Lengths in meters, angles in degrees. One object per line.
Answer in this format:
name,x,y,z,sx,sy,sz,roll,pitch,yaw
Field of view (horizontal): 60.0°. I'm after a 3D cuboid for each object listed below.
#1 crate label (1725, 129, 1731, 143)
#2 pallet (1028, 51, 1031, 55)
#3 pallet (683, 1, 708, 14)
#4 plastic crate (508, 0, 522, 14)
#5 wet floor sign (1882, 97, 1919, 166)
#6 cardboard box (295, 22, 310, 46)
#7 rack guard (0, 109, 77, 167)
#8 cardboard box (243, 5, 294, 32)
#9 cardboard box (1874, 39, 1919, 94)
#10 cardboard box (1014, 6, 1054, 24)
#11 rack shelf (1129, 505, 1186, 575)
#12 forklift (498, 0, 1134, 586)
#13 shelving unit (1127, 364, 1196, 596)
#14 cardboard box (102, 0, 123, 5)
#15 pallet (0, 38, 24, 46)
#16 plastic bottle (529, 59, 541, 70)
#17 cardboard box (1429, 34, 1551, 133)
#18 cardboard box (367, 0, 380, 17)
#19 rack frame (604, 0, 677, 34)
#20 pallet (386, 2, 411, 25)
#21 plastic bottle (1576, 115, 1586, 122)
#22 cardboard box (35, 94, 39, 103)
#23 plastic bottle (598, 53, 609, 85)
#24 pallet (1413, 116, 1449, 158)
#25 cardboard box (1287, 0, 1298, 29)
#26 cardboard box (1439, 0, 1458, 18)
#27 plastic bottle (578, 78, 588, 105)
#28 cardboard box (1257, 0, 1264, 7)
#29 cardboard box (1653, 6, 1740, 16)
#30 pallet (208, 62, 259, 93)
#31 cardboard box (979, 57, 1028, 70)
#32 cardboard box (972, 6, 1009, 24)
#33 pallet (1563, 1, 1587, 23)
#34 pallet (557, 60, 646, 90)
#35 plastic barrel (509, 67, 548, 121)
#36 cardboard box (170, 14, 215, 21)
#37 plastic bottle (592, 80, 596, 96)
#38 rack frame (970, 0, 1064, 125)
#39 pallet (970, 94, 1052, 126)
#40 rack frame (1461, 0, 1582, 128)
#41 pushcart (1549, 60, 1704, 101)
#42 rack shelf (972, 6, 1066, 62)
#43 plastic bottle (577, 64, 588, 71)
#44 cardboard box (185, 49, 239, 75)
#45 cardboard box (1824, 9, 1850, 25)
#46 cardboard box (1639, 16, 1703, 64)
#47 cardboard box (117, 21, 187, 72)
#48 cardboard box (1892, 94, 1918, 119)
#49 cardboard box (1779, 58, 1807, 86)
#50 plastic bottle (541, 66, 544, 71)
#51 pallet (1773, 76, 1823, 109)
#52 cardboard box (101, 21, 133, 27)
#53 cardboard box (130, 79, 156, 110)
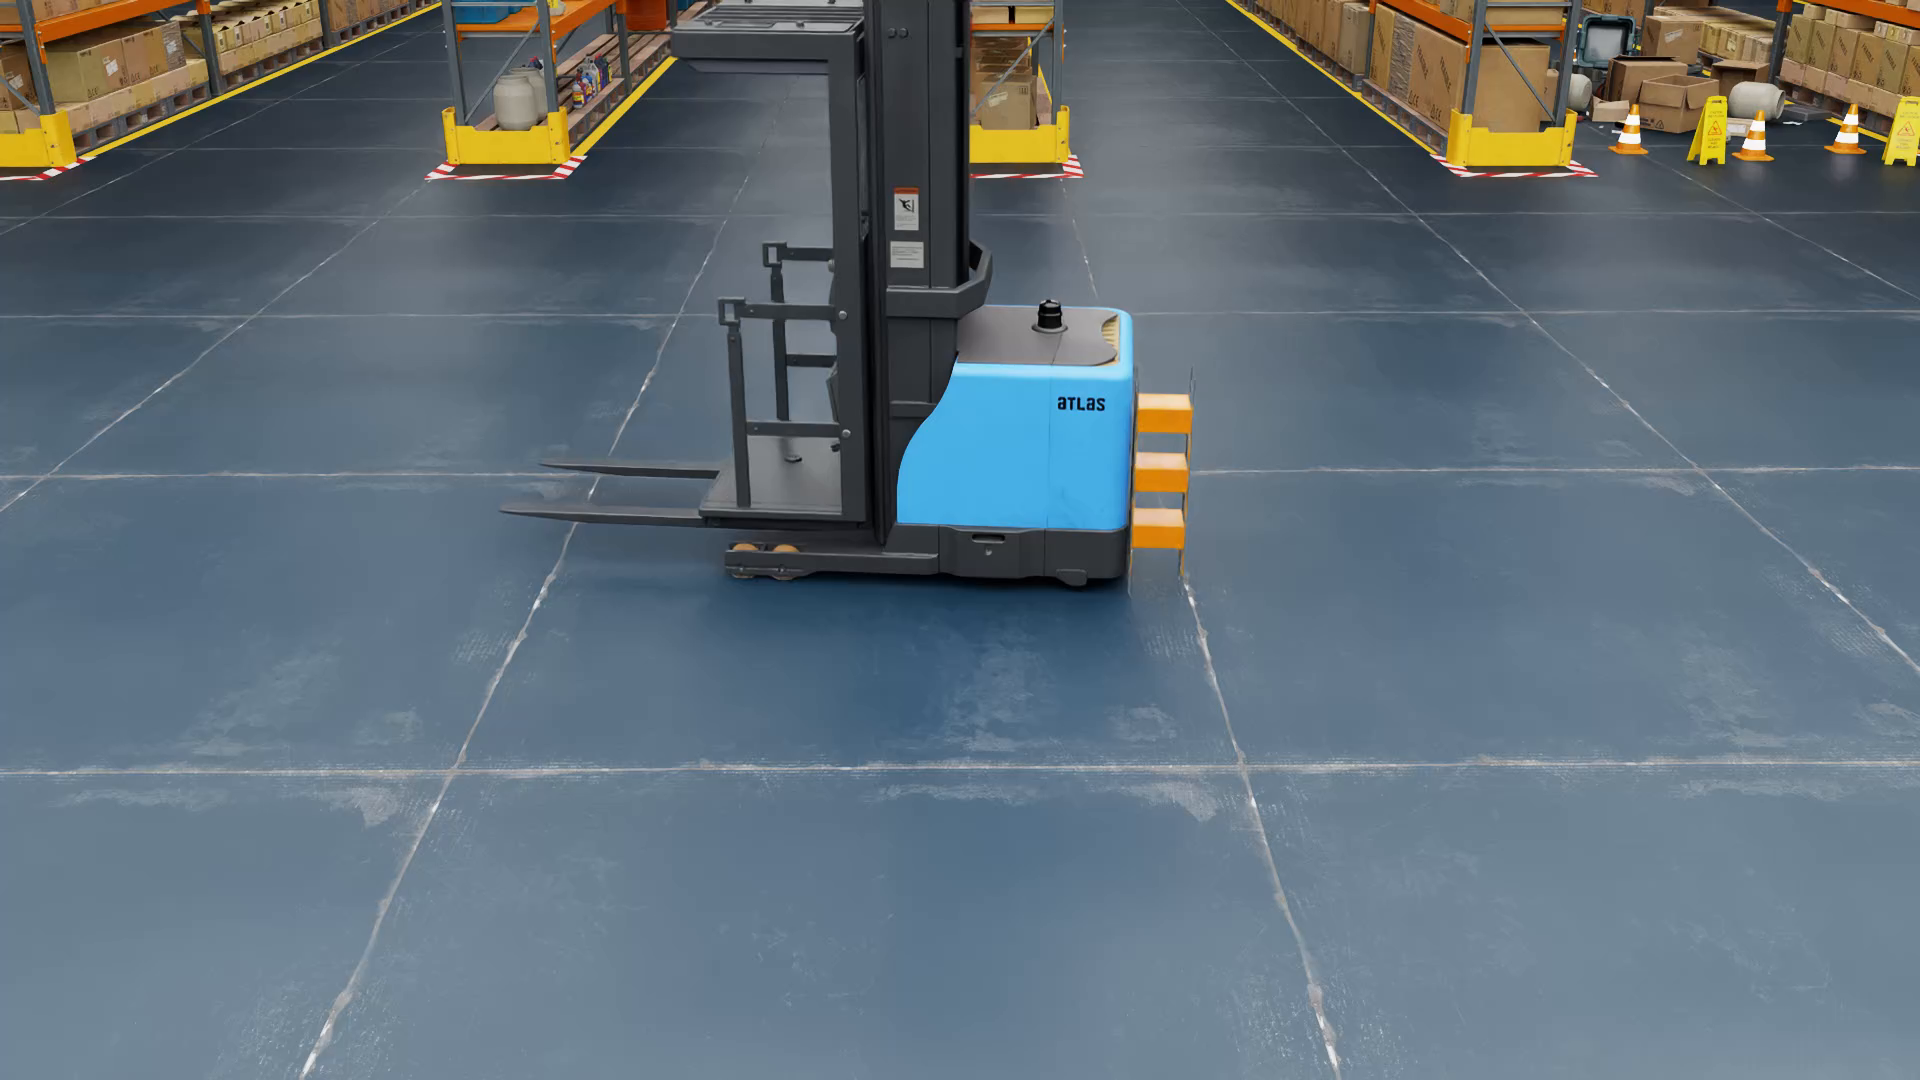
crate label,7.931,-4.249,17.478,0.250,0.136,0.298,-14,28,-28
pallet,0.423,-6.361,22.059,1.003,0.211,1.213,0,24,-1
pallet,-4.624,-8.493,26.771,1.003,0.211,1.213,0,24,-1
plastic crate,-4.766,-5.541,17.042,0.499,0.251,0.408,0,24,-1
wet floor sign,9.335,-4.047,16.416,0.267,0.644,0.232,8,26,18
cardboard box,-9.241,-6.923,22.743,0.500,0.250,0.500,-1,24,-1
rack guard,-9.412,-3.967,16.414,1.175,0.500,0.348,0,24,-1
cardboard box,-9.233,-6.969,22.166,0.500,0.311,0.500,0,24,-1
cardboard box,10.124,-5.027,17.643,0.500,0.500,0.500,1,24,1
cardboard box,0.728,-5.163,16.330,0.380,0.149,0.250,0,24,-1
rack shelf,0.909,-0.003,7.683,0.240,0.259,0.215,1,24,3
forklift,-0.695,-1.357,7.694,3.031,2.935,1.130,2,24,5
shelving unit,0.909,-0.266,7.564,0.252,1.050,0.215,1,24,3
cardboard box,-9.425,-5.992,17.736,0.700,0.500,0.500,0,24,1
pallet,-14.387,-7.443,24.451,1.003,0.211,1.213,0,24,-1
plastic bottle,-4.907,-5.366,19.155,0.144,0.351,0.185,-1,24,-3
cardboard box,5.380,-4.642,16.942,0.875,0.875,0.875,0,24,0
cardboard box,-9.242,-8.300,25.461,0.500,0.500,0.500,-1,24,-2
rack frame,-4.547,-8.433,23.256,1.000,3.000,0.127,0,24,-1
pallet,-9.497,-8.455,26.688,1.003,0.211,1.213,0,24,-1
plastic bottle,6.853,-4.713,18.597,0.283,0.061,0.133,-9,26,-19
cardboard box,-9.731,-4.480,17.342,0.500,0.250,0.500,0,24,-1
plastic bottle,-4.208,-5.514,19.483,0.144,0.351,0.185,-1,24,-2
pallet,5.367,-4.198,17.276,1.003,0.211,1.213,0,24,-1
cardboard box,5.098,-7.758,24.288,0.500,0.500,0.500,0,24,-1
cardboard box,5.377,-5.587,16.781,0.875,0.550,0.550,0,24,-1
plastic bottle,-4.152,-4.941,18.297,0.061,0.283,0.133,0,24,0
cardboard box,5.066,-8.831,26.659,0.500,0.500,0.500,1,24,1
cardboard box,10.311,-7.261,23.343,0.950,0.372,0.625,-2,24,-4
pallet,-9.503,-5.797,20.811,1.003,0.211,1.213,0,24,-1
cardboard box,0.474,-4.973,18.129,0.500,0.500,0.500,2,24,4
cardboard box,0.284,-5.161,16.326,0.380,0.149,0.250,0,24,-1
pallet,10.355,-8.560,26.920,1.003,0.211,1.213,0,24,-1
pallet,-4.551,-5.838,20.901,1.003,0.211,1.213,0,24,-1
plastic barrel,-4.549,-4.672,17.449,0.421,0.512,0.421,0,24,0
cardboard box,-9.762,-6.544,21.225,0.500,0.311,0.500,0,24,-1
plastic bottle,-4.176,-5.118,18.789,0.097,0.201,0.097,0,24,0
rack frame,0.493,-5.159,16.016,1.000,3.000,0.127,0,24,-1
pallet,0.508,-4.756,18.509,1.003,0.211,1.213,0,24,-1
rack frame,5.454,-5.139,15.973,1.000,3.000,0.127,0,24,-1
pushcart,8.080,-5.626,20.231,1.648,0.377,0.936,-9,26,-19
rack shelf,0.471,-5.655,17.987,1.077,0.370,4.000,0,24,-1
plastic bottle,-4.354,-5.390,19.299,0.152,0.276,0.135,0,24,-1
cardboard box,-9.213,-5.870,20.415,0.500,0.250,0.500,-1,24,-2
cardboard box,10.044,-5.919,18.828,0.380,0.149,0.250,1,24,1
cardboard box,8.579,-6.037,20.073,0.500,0.500,0.500,0,24,-1
cardboard box,-9.239,-5.648,19.015,0.500,0.500,0.500,0,24,-1
cardboard box,10.124,-4.484,17.350,0.500,0.250,0.500,0,24,-1
cardboard box,10.095,-5.546,19.699,0.500,0.250,0.500,-1,24,-3
plastic bottle,-4.787,-5.348,19.212,0.097,0.271,0.097,0,24,0
pallet,10.402,-5.304,19.722,1.003,0.211,1.213,0,24,-1
cardboard box,-9.751,-5.646,19.010,0.500,0.500,0.500,0,24,-1
cardboard box,-9.211,-4.894,18.259,0.500,0.250,0.500,0,24,-1
